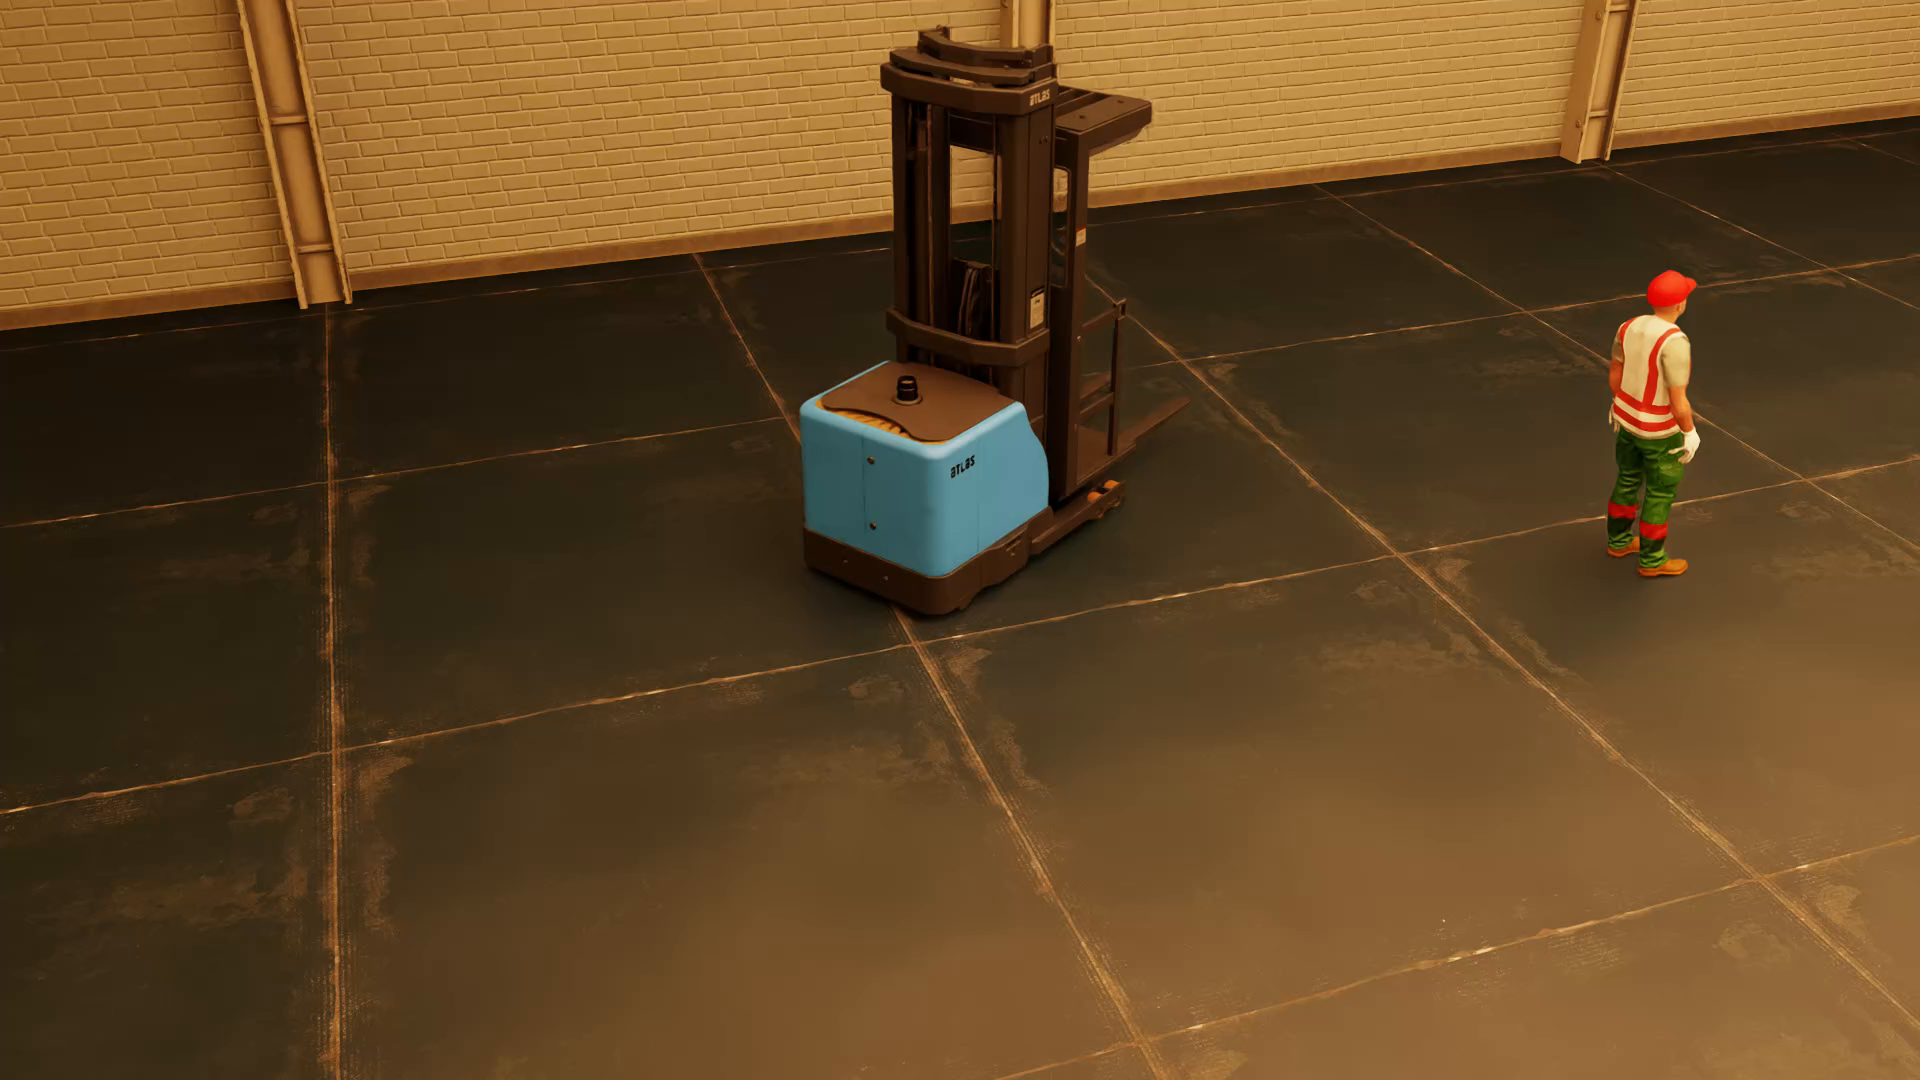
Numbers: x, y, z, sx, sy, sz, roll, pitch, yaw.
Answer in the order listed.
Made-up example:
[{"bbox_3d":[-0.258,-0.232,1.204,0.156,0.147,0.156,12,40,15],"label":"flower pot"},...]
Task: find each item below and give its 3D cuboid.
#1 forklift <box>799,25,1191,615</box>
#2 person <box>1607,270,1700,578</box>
[{"bbox_3d":[0.382,-1.531,9.748,1.130,2.935,3.031,21,36,32],"label":"forklift"},{"bbox_3d":[3.941,-0.661,9.386,0.502,1.799,0.634,-10,31,-16],"label":"person"}]
